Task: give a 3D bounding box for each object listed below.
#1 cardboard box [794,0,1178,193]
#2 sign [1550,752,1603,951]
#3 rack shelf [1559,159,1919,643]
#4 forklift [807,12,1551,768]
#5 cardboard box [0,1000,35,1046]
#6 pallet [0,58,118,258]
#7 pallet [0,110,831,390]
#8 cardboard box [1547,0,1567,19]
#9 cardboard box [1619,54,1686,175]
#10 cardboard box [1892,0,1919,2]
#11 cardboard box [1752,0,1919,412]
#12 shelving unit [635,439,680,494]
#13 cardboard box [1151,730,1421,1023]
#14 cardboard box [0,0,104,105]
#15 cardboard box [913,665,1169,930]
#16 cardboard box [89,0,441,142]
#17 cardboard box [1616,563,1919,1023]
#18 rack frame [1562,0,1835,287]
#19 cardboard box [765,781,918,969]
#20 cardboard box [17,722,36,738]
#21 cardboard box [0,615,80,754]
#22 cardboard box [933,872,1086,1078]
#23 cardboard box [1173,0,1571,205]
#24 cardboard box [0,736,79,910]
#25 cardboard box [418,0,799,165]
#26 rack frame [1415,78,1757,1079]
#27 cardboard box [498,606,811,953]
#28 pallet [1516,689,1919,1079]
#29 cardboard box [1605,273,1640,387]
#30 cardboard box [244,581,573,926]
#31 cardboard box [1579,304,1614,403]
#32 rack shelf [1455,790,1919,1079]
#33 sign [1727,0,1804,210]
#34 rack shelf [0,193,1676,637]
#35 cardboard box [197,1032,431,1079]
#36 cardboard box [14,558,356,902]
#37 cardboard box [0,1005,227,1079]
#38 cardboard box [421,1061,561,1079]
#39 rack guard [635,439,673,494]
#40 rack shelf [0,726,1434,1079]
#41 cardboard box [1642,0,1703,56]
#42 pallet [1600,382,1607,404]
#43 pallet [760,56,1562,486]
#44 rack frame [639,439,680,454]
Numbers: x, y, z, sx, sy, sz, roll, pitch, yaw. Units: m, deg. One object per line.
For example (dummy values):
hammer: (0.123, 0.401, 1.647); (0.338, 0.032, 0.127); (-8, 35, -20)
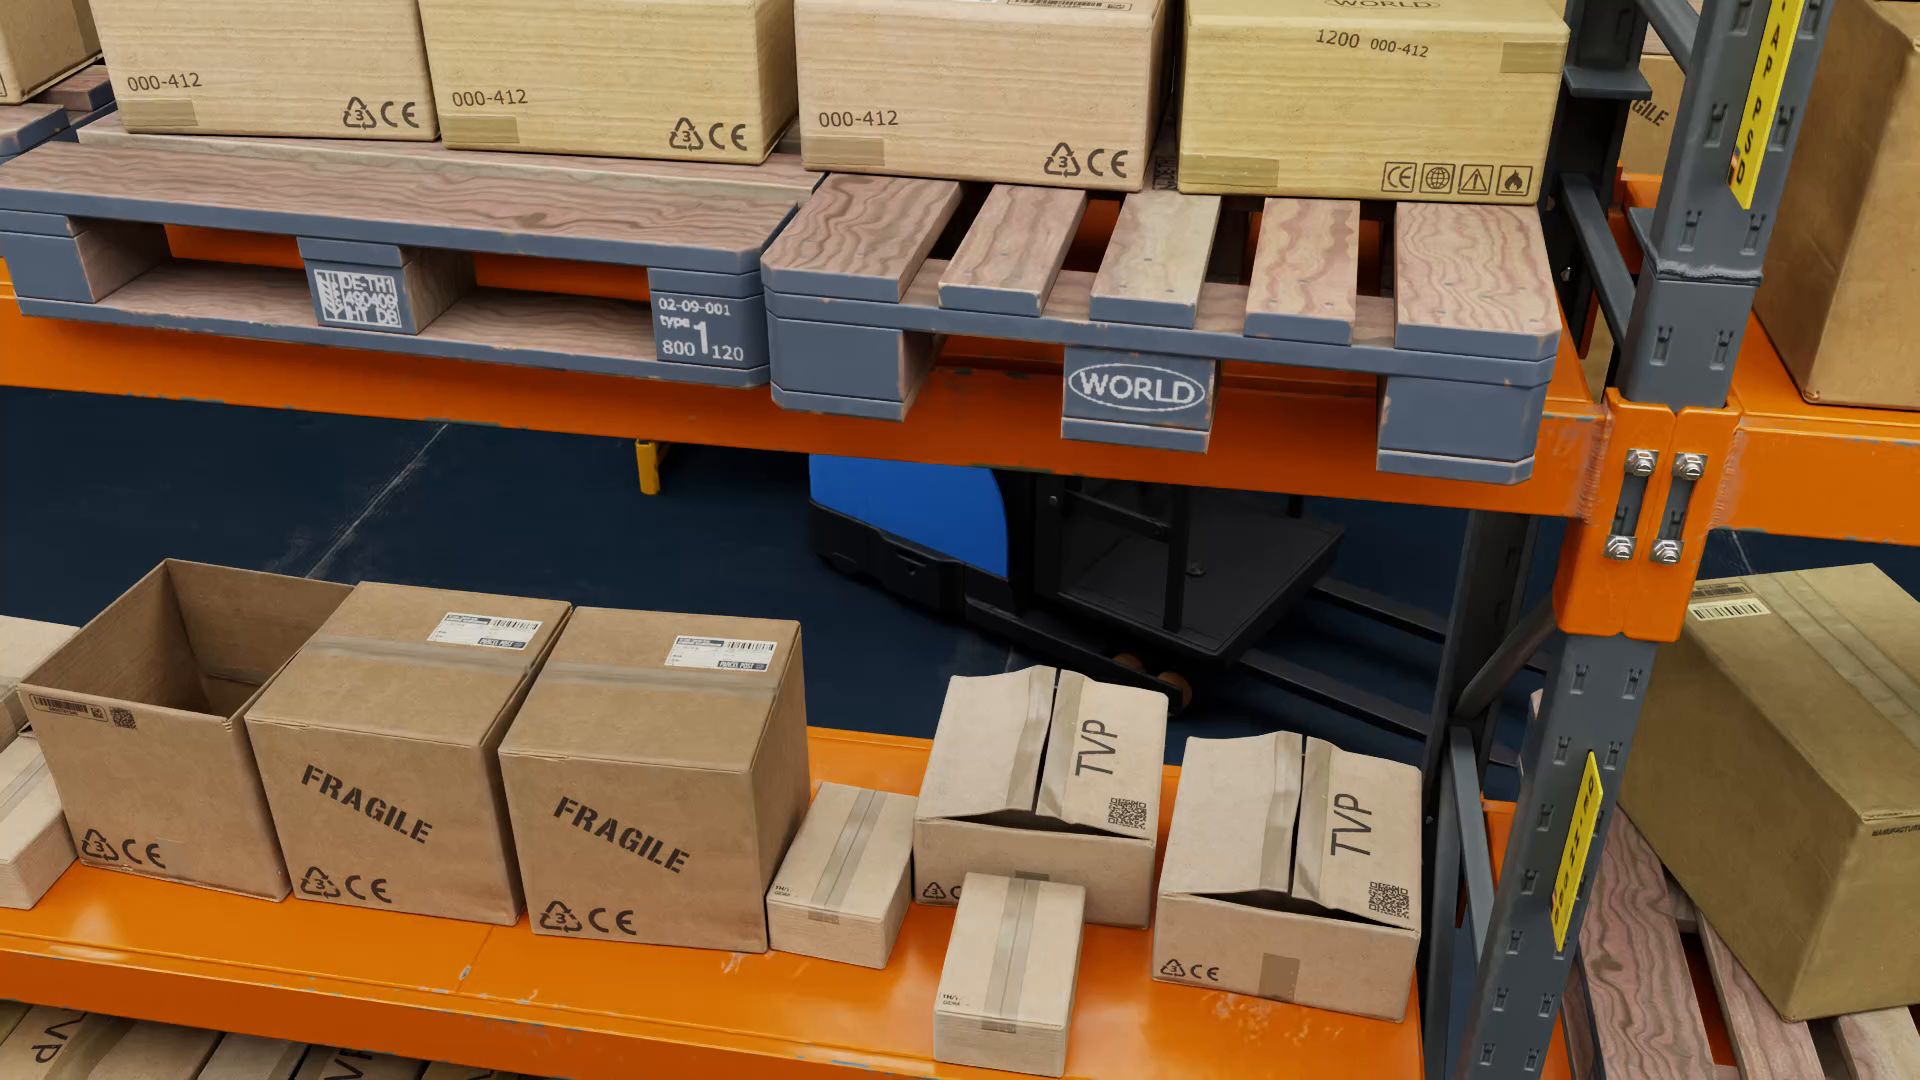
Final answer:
cardboard box: (0.060, -0.751, 2.542); (0.500, 0.250, 0.500); (6, 33, 10)
sign: (0.947, 0.483, 2.560); (0.005, 0.325, 0.100); (5, 32, 8)
rack shelf: (3.008, -0.105, 2.442); (4.000, 0.370, 1.077); (5, 32, 8)
forklift: (0.848, -0.905, 5.934); (3.031, 2.935, 1.130); (21, 38, 30)
cardboard box: (-2.541, 1.243, 4.104); (0.500, 0.311, 0.500); (5, 32, 8)
pallet: (-2.034, -0.793, 3.042); (1.217, 0.209, 0.805); (4, 32, 6)
pallet: (-0.750, -0.621, 2.765); (1.213, 0.211, 1.003); (7, 33, 10)
cardboard box: (2.299, -2.225, 6.877); (0.500, 0.250, 0.500); (6, 33, 9)
cardboard box: (2.817, -1.856, 6.995); (0.500, 0.500, 0.500); (6, 33, 10)
cardboard box: (1.466, -1.013, 2.177); (0.500, 0.500, 0.500); (5, 32, 8)
cardboard box: (1.473, -0.610, 2.475); (0.500, 0.500, 0.910); (5, 32, 8)
shelving unit: (-0.882, -0.956, 7.363); (1.083, 1.500, 0.587); (5, 32, 8)
cardboard box: (0.686, 0.665, 3.444); (0.500, 0.311, 0.500); (7, 33, 11)
cardboard box: (-1.758, -0.952, 2.863); (0.500, 0.250, 0.500); (2, 32, 3)
cardboard box: (0.188, 0.540, 3.645); (0.500, 0.311, 0.500); (5, 32, 8)
cardboard box: (-1.032, -0.857, 2.711); (0.500, 0.250, 0.500); (3, 32, 4)
cardboard box: (1.677, 0.460, 3.198); (0.500, 0.500, 0.700); (-5, 32, -8)
rack frame: (1.037, -1.860, 1.740); (0.127, 3.000, 1.000); (5, 32, 8)
cardboard box: (-0.230, 0.705, 3.533); (0.250, 0.149, 0.380); (8, 33, 12)
cardboard box: (-2.008, 0.365, 3.966); (0.258, 0.266, 0.396); (4, 32, 7)
cardboard box: (-2.413, 0.411, 3.908); (0.500, 0.250, 0.500); (7, 33, 11)
cardboard box: (0.104, 0.854, 3.296); (0.250, 0.149, 0.380); (5, 32, 8)
cardboard box: (0.580, -0.714, 2.482); (0.500, 0.250, 0.500); (3, 32, 5)
cardboard box: (-2.067, 0.618, 3.672); (0.250, 0.149, 0.380); (5, 32, 8)
cardboard box: (-0.502, -0.808, 2.633); (0.500, 0.250, 0.500); (5, 32, 7)
rack frame: (1.037, 0.683, 3.332); (0.127, 3.000, 1.000); (5, 32, 8)
cardboard box: (-0.620, 0.499, 3.531); (0.500, 0.500, 0.500); (3, 32, 6)
pallet: (1.717, 0.788, 3.345); (1.003, 0.211, 1.213); (5, 32, 8)
cardboard box: (3.432, -0.959, 7.586); (0.750, 0.750, 0.750); (5, 32, 8)
cardboard box: (-1.139, 0.452, 3.606); (0.500, 0.500, 0.500); (5, 32, 8)
cardboard box: (2.569, -1.041, 7.716); (0.750, 0.750, 0.750); (5, 32, 8)
rack shelf: (3.008, 1.166, 3.237); (4.000, 0.370, 1.077); (5, 32, 8)
sign: (0.935, -0.552, 1.915); (0.005, 0.325, 0.100); (5, 32, 8)
rack shelf: (-0.935, -0.462, 3.012); (4.000, 0.370, 1.077); (5, 32, 8)
cardboard box: (-1.538, 1.336, 3.956); (0.500, 0.311, 0.500); (4, 32, 7)
cardboard box: (-1.632, 0.408, 3.677); (0.500, 0.500, 0.500); (7, 33, 12)
cardboard box: (-2.048, 1.290, 4.029); (0.500, 0.311, 0.500); (5, 32, 8)
cardboard box: (-1.025, 1.379, 3.886); (0.500, 0.311, 0.500); (6, 33, 10)
rack guard: (-1.373, -0.470, 7.765); (0.087, 0.250, 0.587); (5, 32, 8)
rack shelf: (-0.935, 0.809, 3.808); (4.000, 0.370, 1.077); (5, 32, 8)
cardboard box: (2.801, -2.180, 6.806); (0.500, 0.250, 0.500); (5, 32, 8)
pallet: (2.631, -0.616, 8.036); (1.213, 0.211, 1.003); (5, 32, 8)
pallet: (0.353, -0.522, 2.608); (1.003, 0.211, 1.213); (7, 33, 10)
rack frame: (-1.392, -1.002, 7.437); (0.032, 1.500, 0.500); (5, 32, 8)
